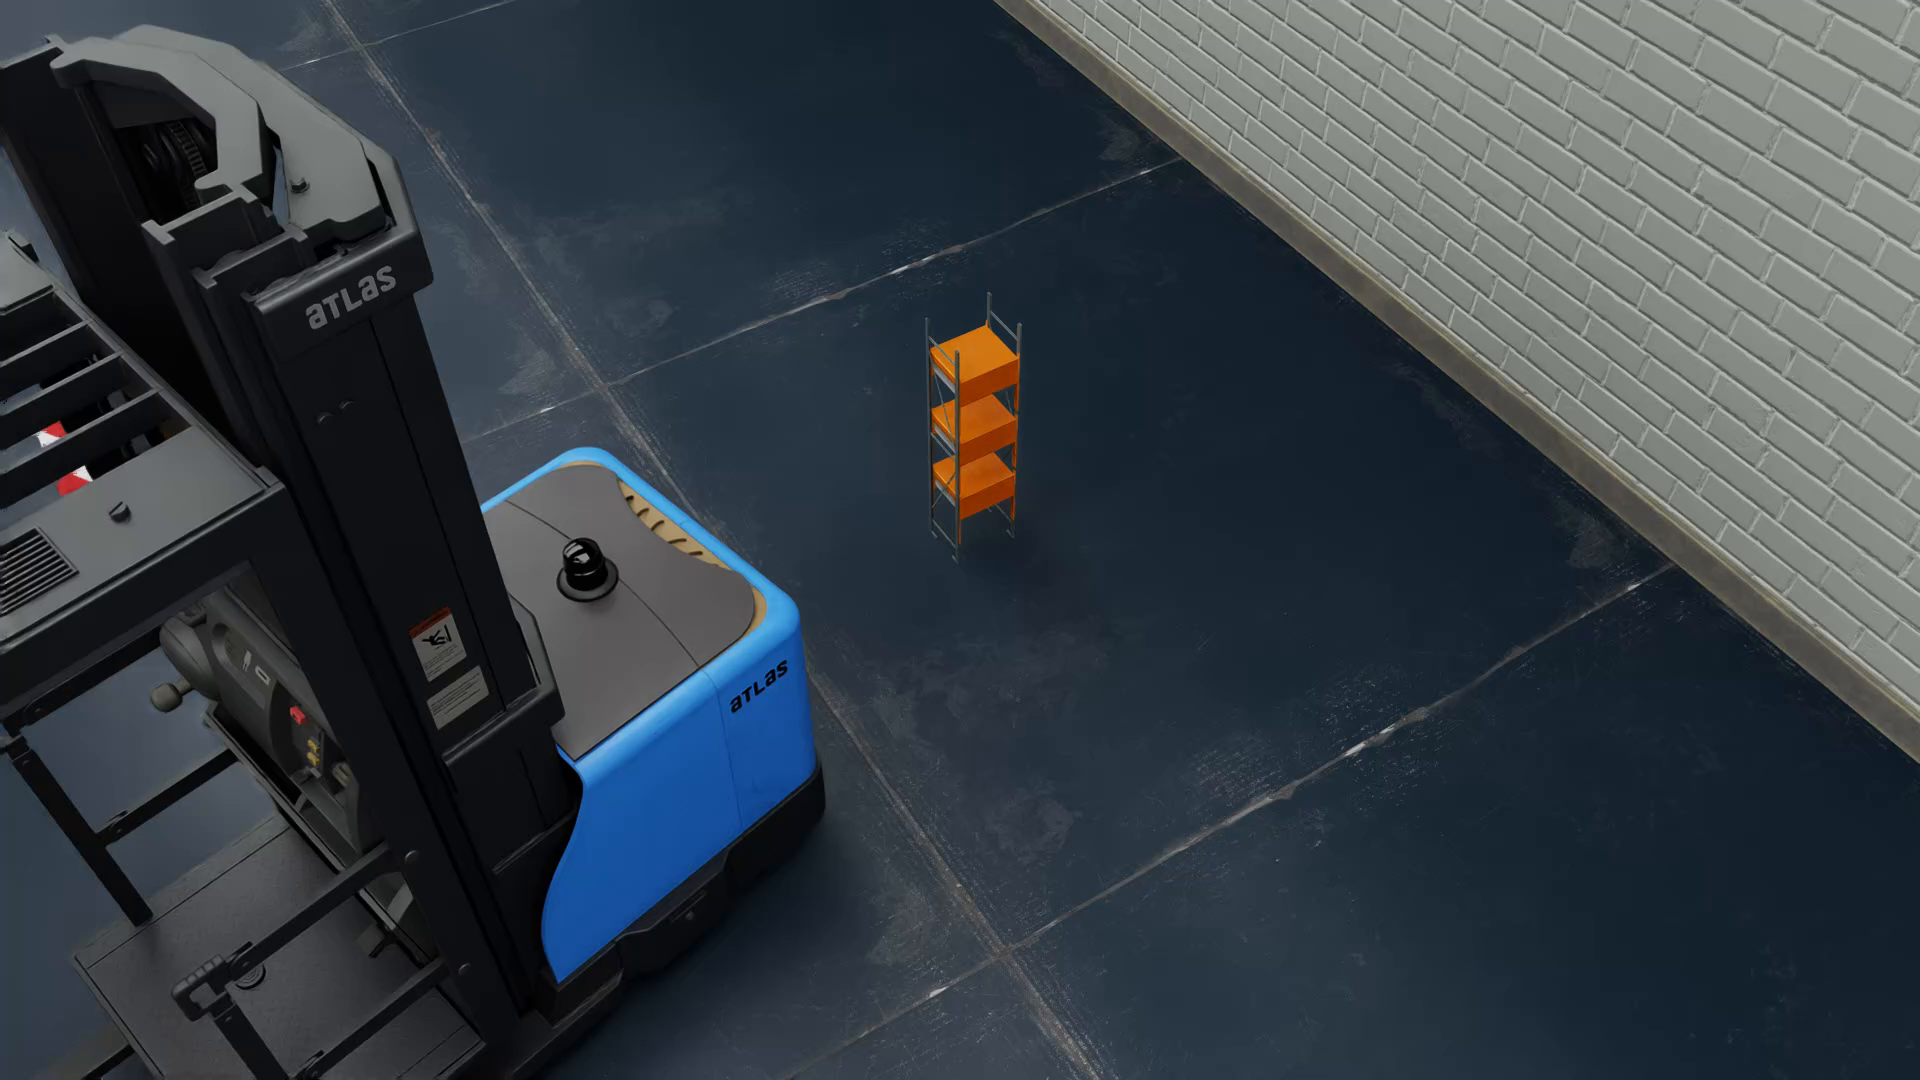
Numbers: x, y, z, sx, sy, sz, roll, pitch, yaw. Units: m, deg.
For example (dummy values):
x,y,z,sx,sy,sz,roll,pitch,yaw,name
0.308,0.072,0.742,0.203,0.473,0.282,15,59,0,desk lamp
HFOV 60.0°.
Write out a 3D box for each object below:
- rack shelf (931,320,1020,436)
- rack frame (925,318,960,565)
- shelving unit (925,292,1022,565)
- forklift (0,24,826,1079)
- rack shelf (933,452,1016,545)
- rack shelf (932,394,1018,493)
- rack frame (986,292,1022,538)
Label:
x,y,z,sx,sy,sz,roll,pitch,yaw,name
0.045,-0.552,5.673,0.240,0.259,0.215,-25,53,-21,rack shelf
-0.058,-0.322,5.834,0.008,1.050,0.200,-25,53,-21,rack frame
0.045,-0.370,5.877,0.252,1.050,0.215,-25,53,-21,shelving unit
-1.821,0.468,3.870,1.130,2.935,3.031,36,57,28,forklift
0.045,-0.179,6.092,0.240,0.259,0.215,-25,53,-21,rack shelf
0.045,-0.363,5.885,0.240,0.259,0.215,-25,53,-21,rack shelf
0.148,-0.419,5.920,0.008,1.050,0.200,-25,53,-21,rack frame
